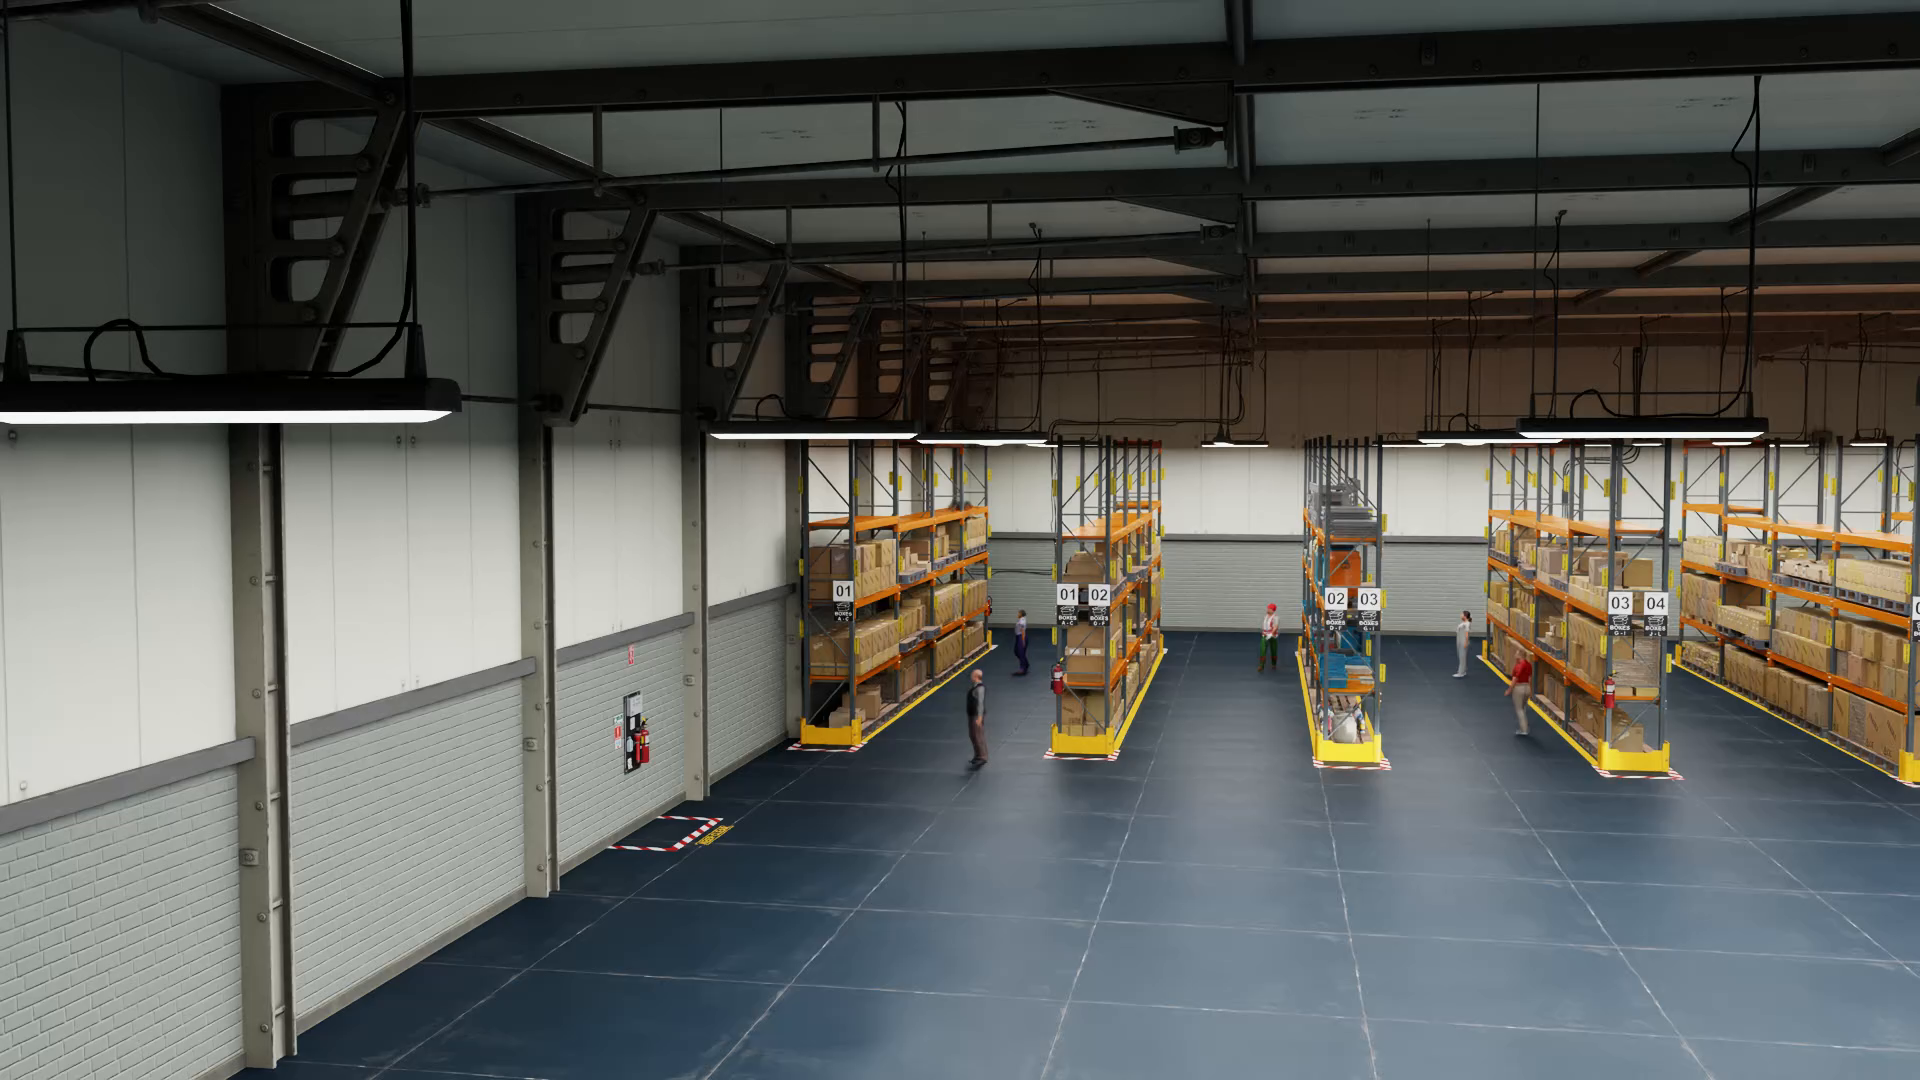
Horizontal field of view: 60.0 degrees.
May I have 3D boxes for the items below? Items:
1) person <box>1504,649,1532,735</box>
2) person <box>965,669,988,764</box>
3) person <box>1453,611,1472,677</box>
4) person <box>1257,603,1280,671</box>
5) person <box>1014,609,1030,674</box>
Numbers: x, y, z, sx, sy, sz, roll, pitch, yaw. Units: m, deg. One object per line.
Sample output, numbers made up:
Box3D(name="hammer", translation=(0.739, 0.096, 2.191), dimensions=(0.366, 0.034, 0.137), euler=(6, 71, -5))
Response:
Box3D(name="person", translation=(11.243, 3.088, 33.402), dimensions=(0.579, 1.808, 0.544), euler=(-2, 3, -28))
Box3D(name="person", translation=(0.300, 3.229, 30.301), dimensions=(0.394, 1.757, 0.645), euler=(-1, 3, -15))
Box3D(name="person", translation=(12.685, 2.622, 42.093), dimensions=(0.565, 1.667, 0.446), euler=(-1, 3, -22))
Box3D(name="person", translation=(7.992, 2.501, 42.890), dimensions=(0.497, 1.723, 1.053), euler=(1, 3, 24))
Box3D(name="person", translation=(1.595, 2.593, 42.644), dimensions=(0.414, 1.646, 0.521), euler=(0, 3, -1))
